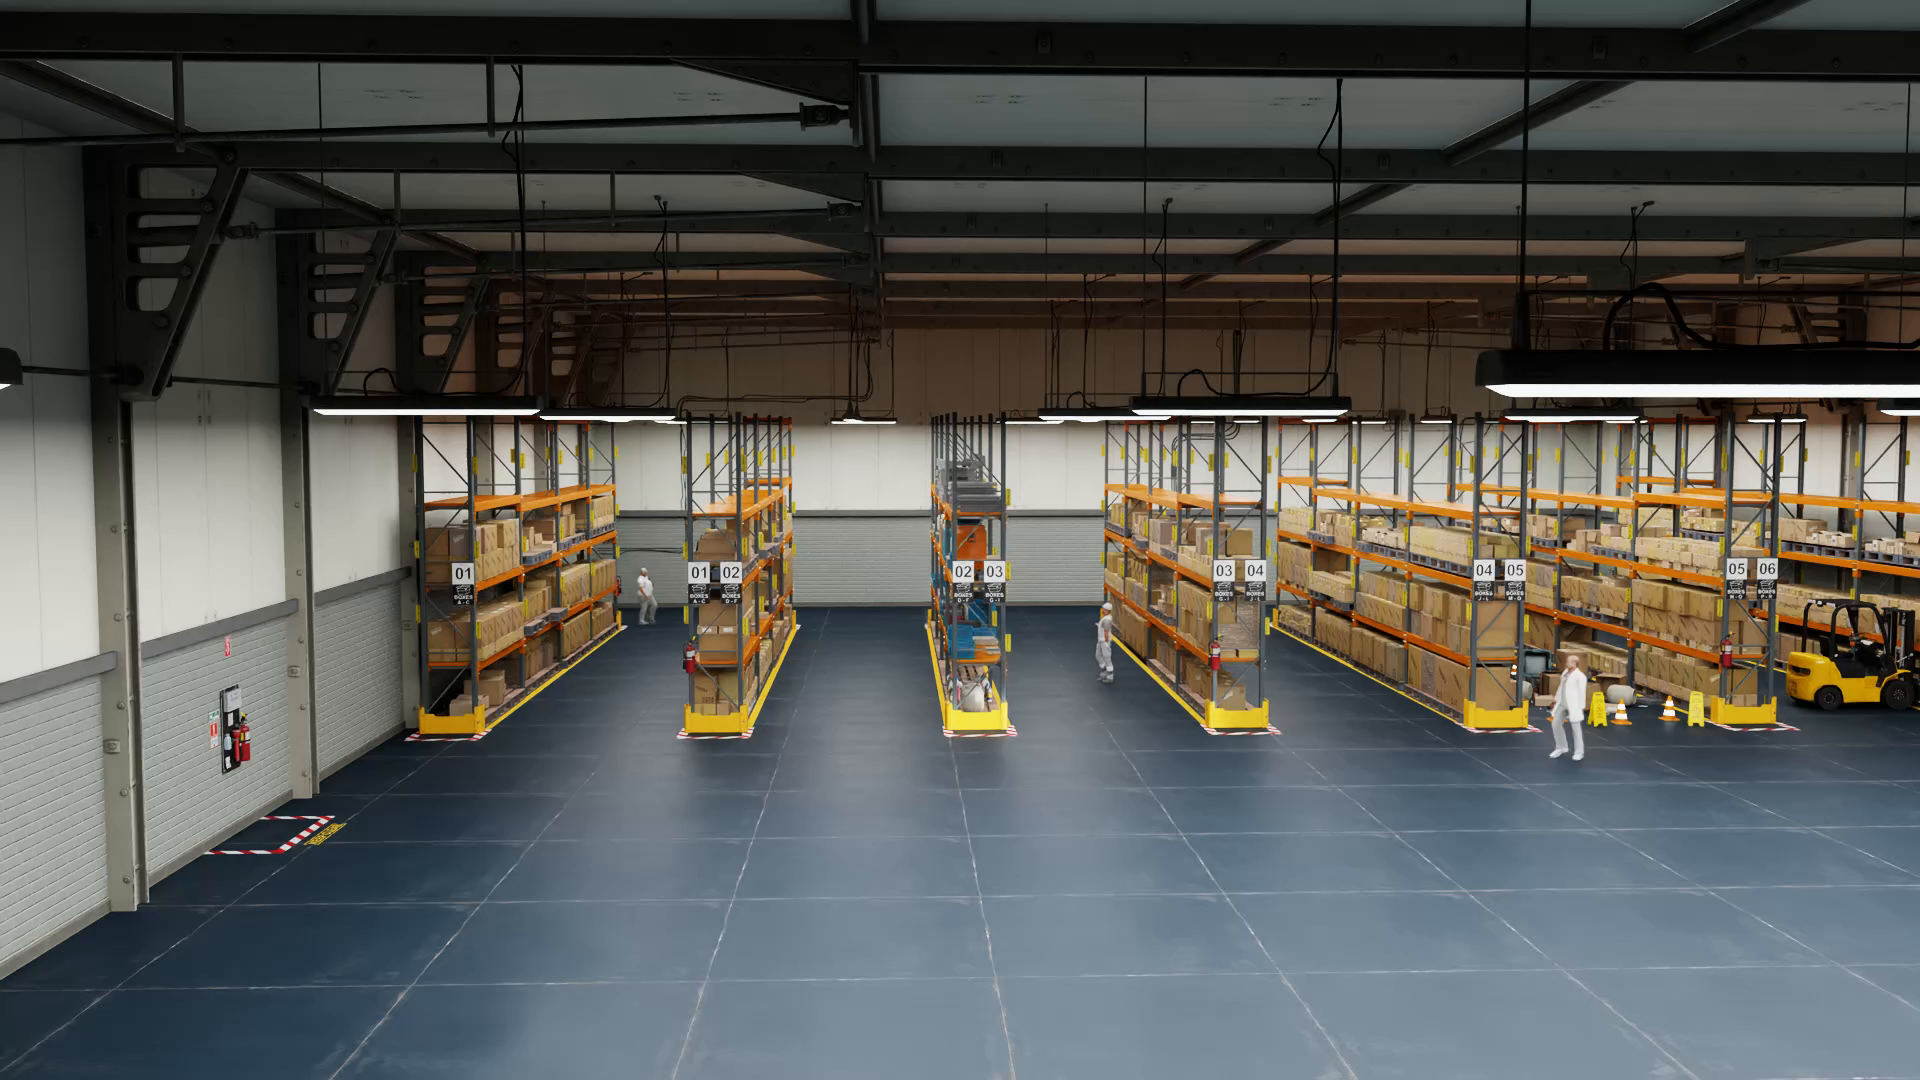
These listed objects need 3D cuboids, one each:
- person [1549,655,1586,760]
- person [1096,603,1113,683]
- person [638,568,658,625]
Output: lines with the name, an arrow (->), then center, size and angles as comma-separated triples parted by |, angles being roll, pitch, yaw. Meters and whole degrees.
person -> 10.470, 2.876, 28.652 | 0.446, 1.808, 0.691 | -2, 4, -30
person -> 3.243, 2.288, 37.228 | 0.365, 1.805, 0.702 | 0, 4, -4
person -> -9.034, 1.633, 47.976 | 0.535, 1.676, 0.591 | 2, 4, 22
